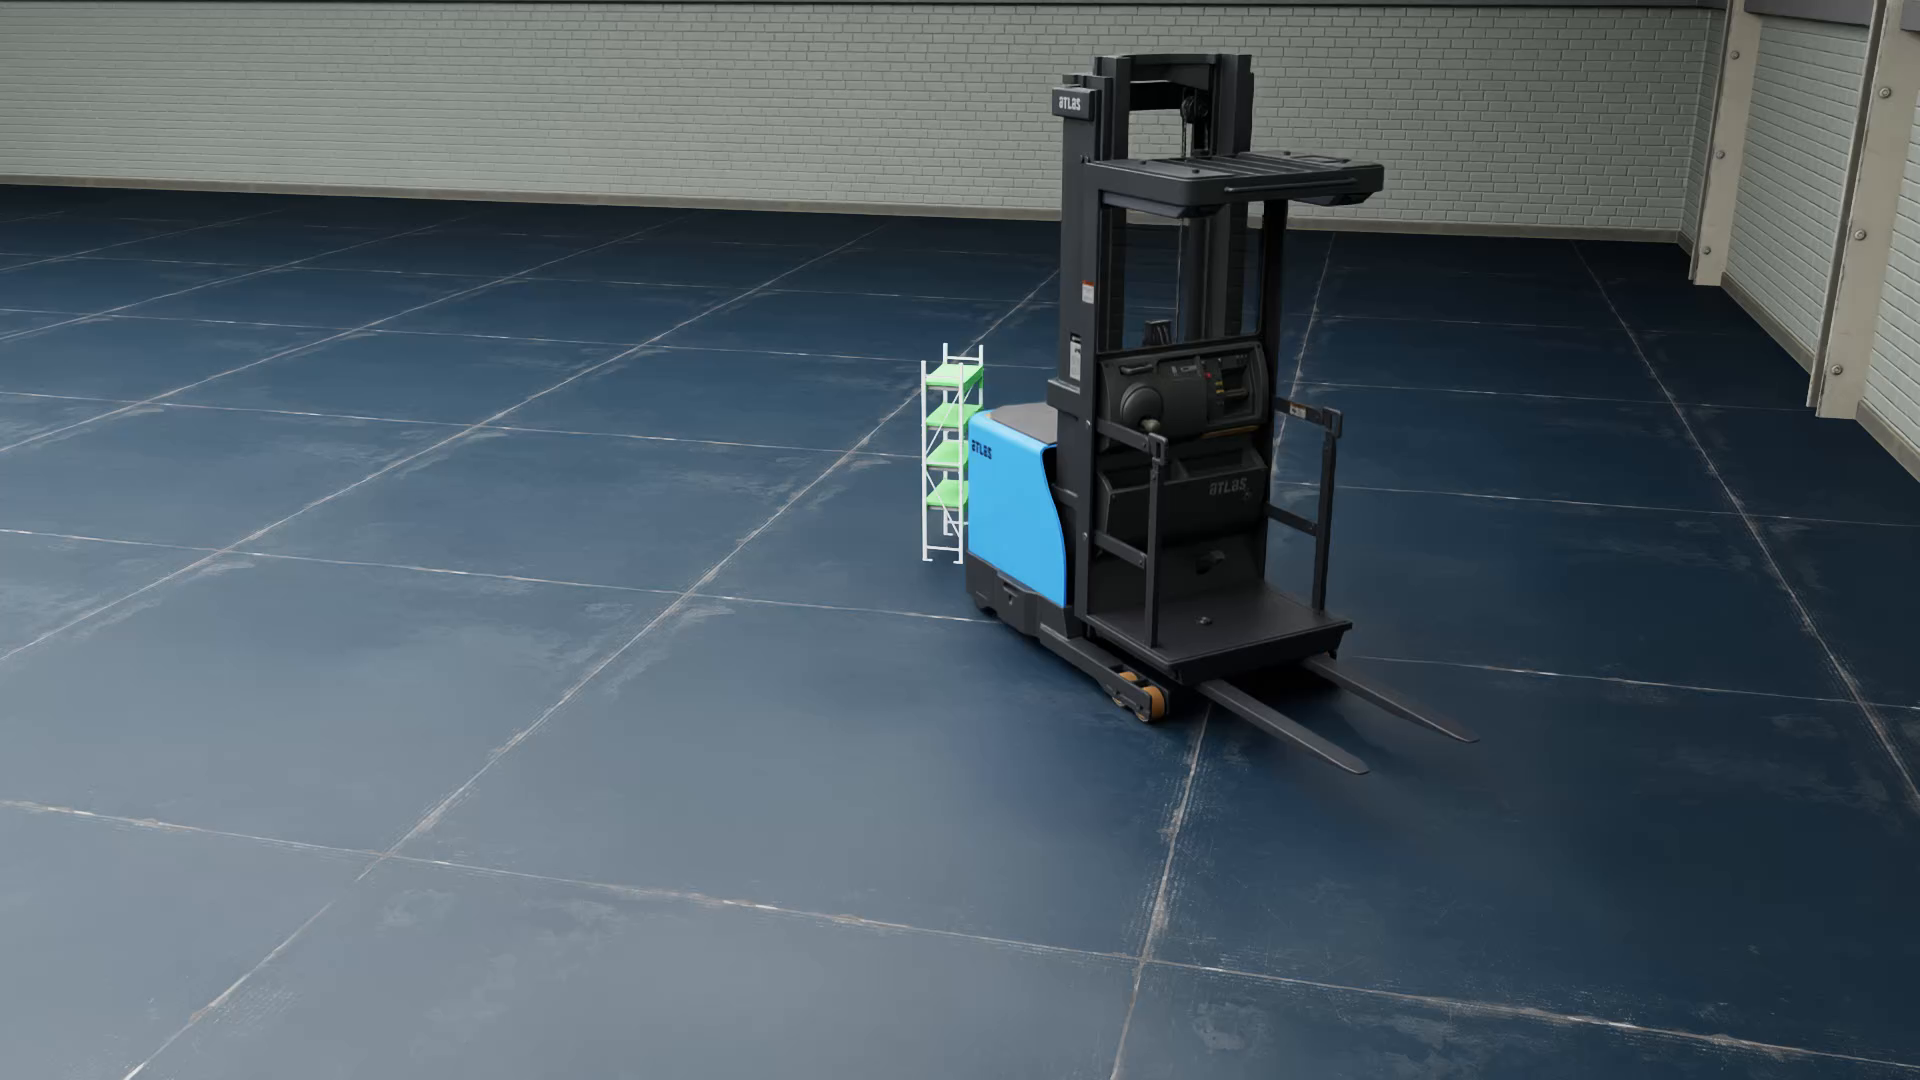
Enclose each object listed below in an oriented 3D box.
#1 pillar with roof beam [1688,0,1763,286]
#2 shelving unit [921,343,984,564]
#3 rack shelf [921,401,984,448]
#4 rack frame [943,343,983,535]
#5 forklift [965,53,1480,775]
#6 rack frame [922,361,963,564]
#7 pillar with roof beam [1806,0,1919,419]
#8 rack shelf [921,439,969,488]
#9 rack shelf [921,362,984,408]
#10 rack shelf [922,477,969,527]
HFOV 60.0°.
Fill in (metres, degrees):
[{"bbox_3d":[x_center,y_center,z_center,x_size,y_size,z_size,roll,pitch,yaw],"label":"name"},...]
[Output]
[{"bbox_3d":[4.192,-7.491,18.196,9.100,9.000,0.400,5,19,13],"label":"pillar with roof beam"},{"bbox_3d":[-0.040,-0.516,9.842,0.258,1.200,0.503,5,19,13],"label":"shelving unit"},{"bbox_3d":[-0.040,-0.683,9.785,0.258,0.148,0.480,5,19,13],"label":"rack shelf"},{"bbox_3d":[0.019,-0.592,10.066,0.240,1.200,0.015,5,19,13],"label":"rack frame"},{"bbox_3d":[1.180,-0.709,7.730,1.130,2.935,3.031,-10,21,-27],"label":"forklift"},{"bbox_3d":[-0.100,-0.439,9.618,0.240,1.200,0.015,5,19,13],"label":"rack frame"},{"bbox_3d":[2.726,-5.610,12.690,9.100,9.000,0.400,5,19,13],"label":"pillar with roof beam"},{"bbox_3d":[-0.040,-0.455,9.862,0.258,0.148,0.480,5,19,13],"label":"rack shelf"},{"bbox_3d":[-0.040,-0.910,9.707,0.258,0.148,0.480,5,19,13],"label":"rack shelf"},{"bbox_3d":[-0.040,-0.228,9.940,0.258,0.148,0.480,5,19,13],"label":"rack shelf"}]
